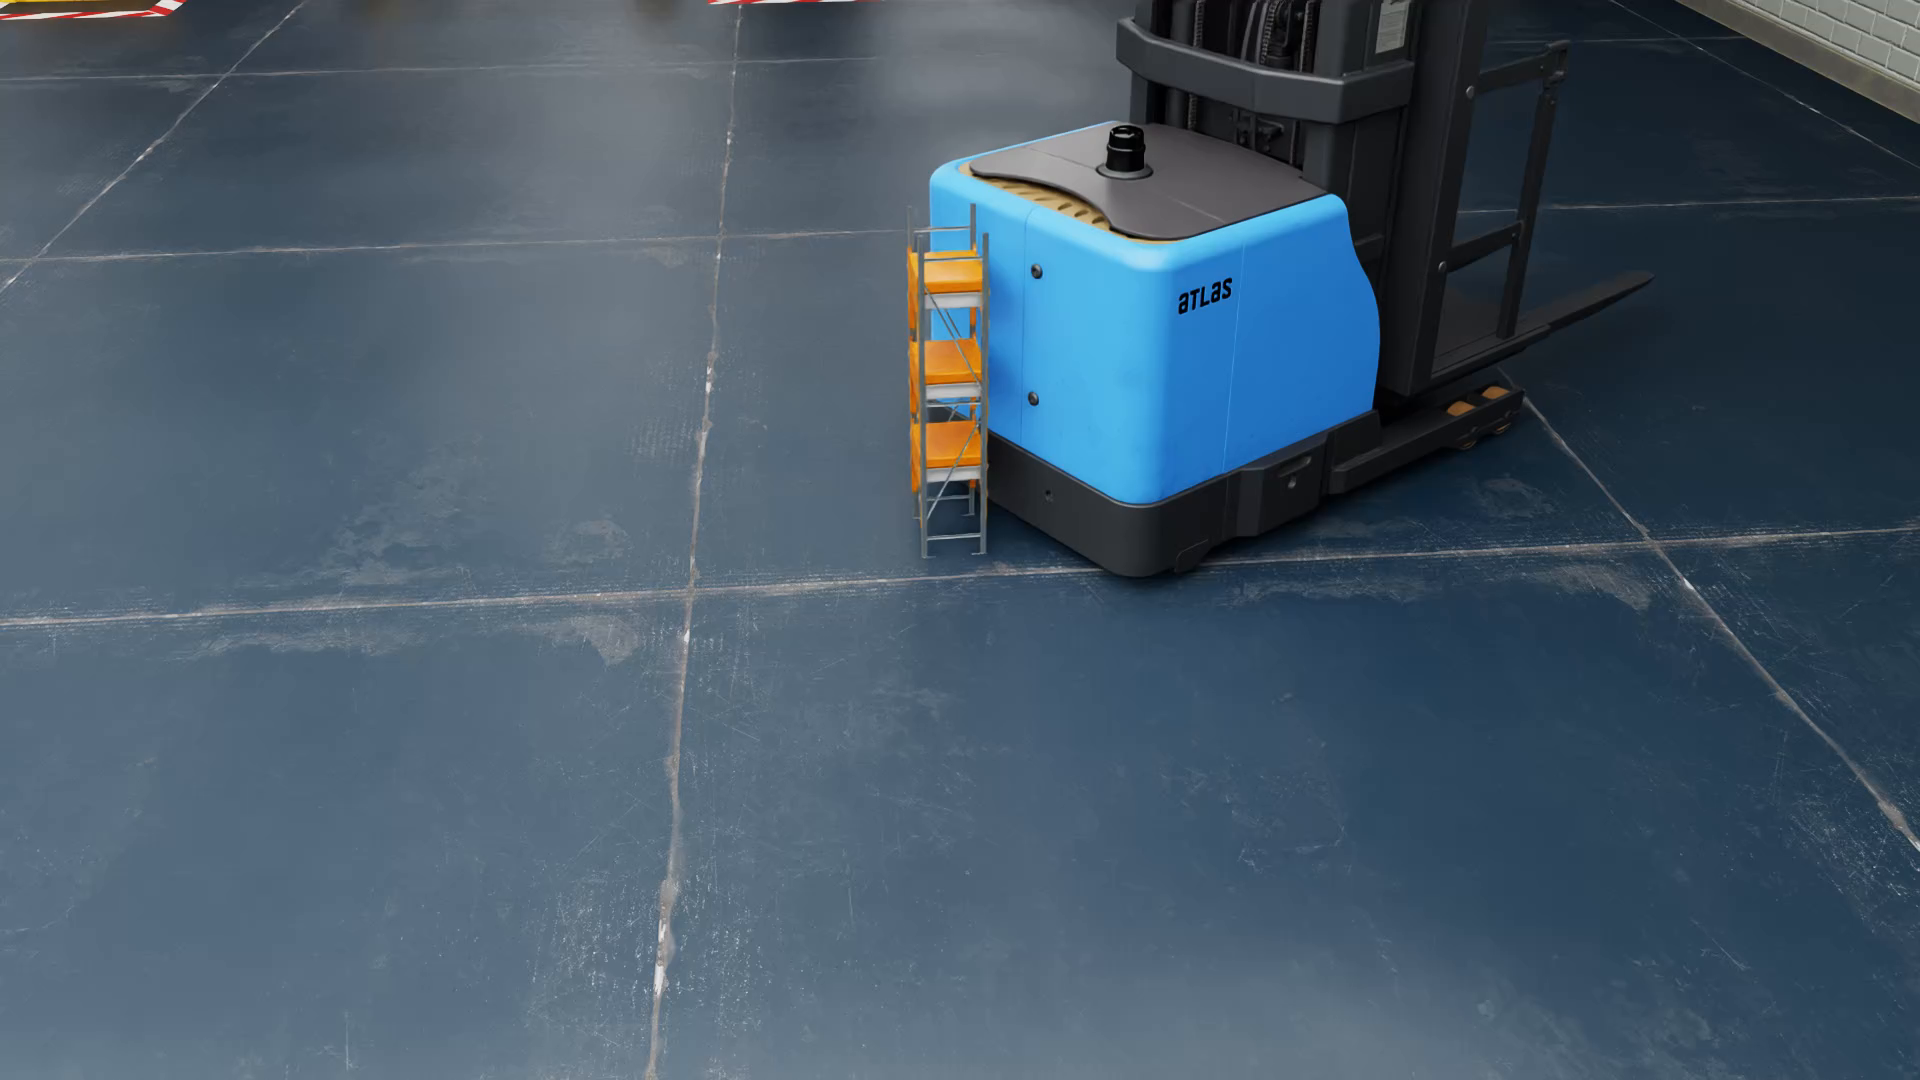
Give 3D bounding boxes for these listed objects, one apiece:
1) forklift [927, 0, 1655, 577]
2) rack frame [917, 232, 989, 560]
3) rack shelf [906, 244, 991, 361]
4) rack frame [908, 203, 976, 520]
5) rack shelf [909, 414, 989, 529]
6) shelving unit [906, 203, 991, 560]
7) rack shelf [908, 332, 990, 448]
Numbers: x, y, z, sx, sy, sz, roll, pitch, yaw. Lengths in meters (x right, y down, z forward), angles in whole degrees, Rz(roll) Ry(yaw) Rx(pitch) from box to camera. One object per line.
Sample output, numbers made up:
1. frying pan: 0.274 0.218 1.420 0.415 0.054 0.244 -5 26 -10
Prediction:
1. forklift: 1.357 -1.760 5.338 3.031 2.935 1.130 -22 37 -33
2. rack frame: -0.019 -0.399 4.894 0.200 1.050 0.008 -4 31 -7
3. rack shelf: -0.036 -0.696 4.858 0.215 0.259 0.240 -4 31 -7
4. rack frame: -0.053 -0.523 5.102 0.200 1.050 0.008 -4 31 -7
5. rack shelf: -0.036 -0.213 5.146 0.215 0.259 0.240 -4 31 -7
6. shelving unit: -0.036 -0.461 4.998 0.215 1.050 0.252 -4 31 -7
7. rack shelf: -0.036 -0.452 5.003 0.215 0.259 0.240 -4 31 -7
